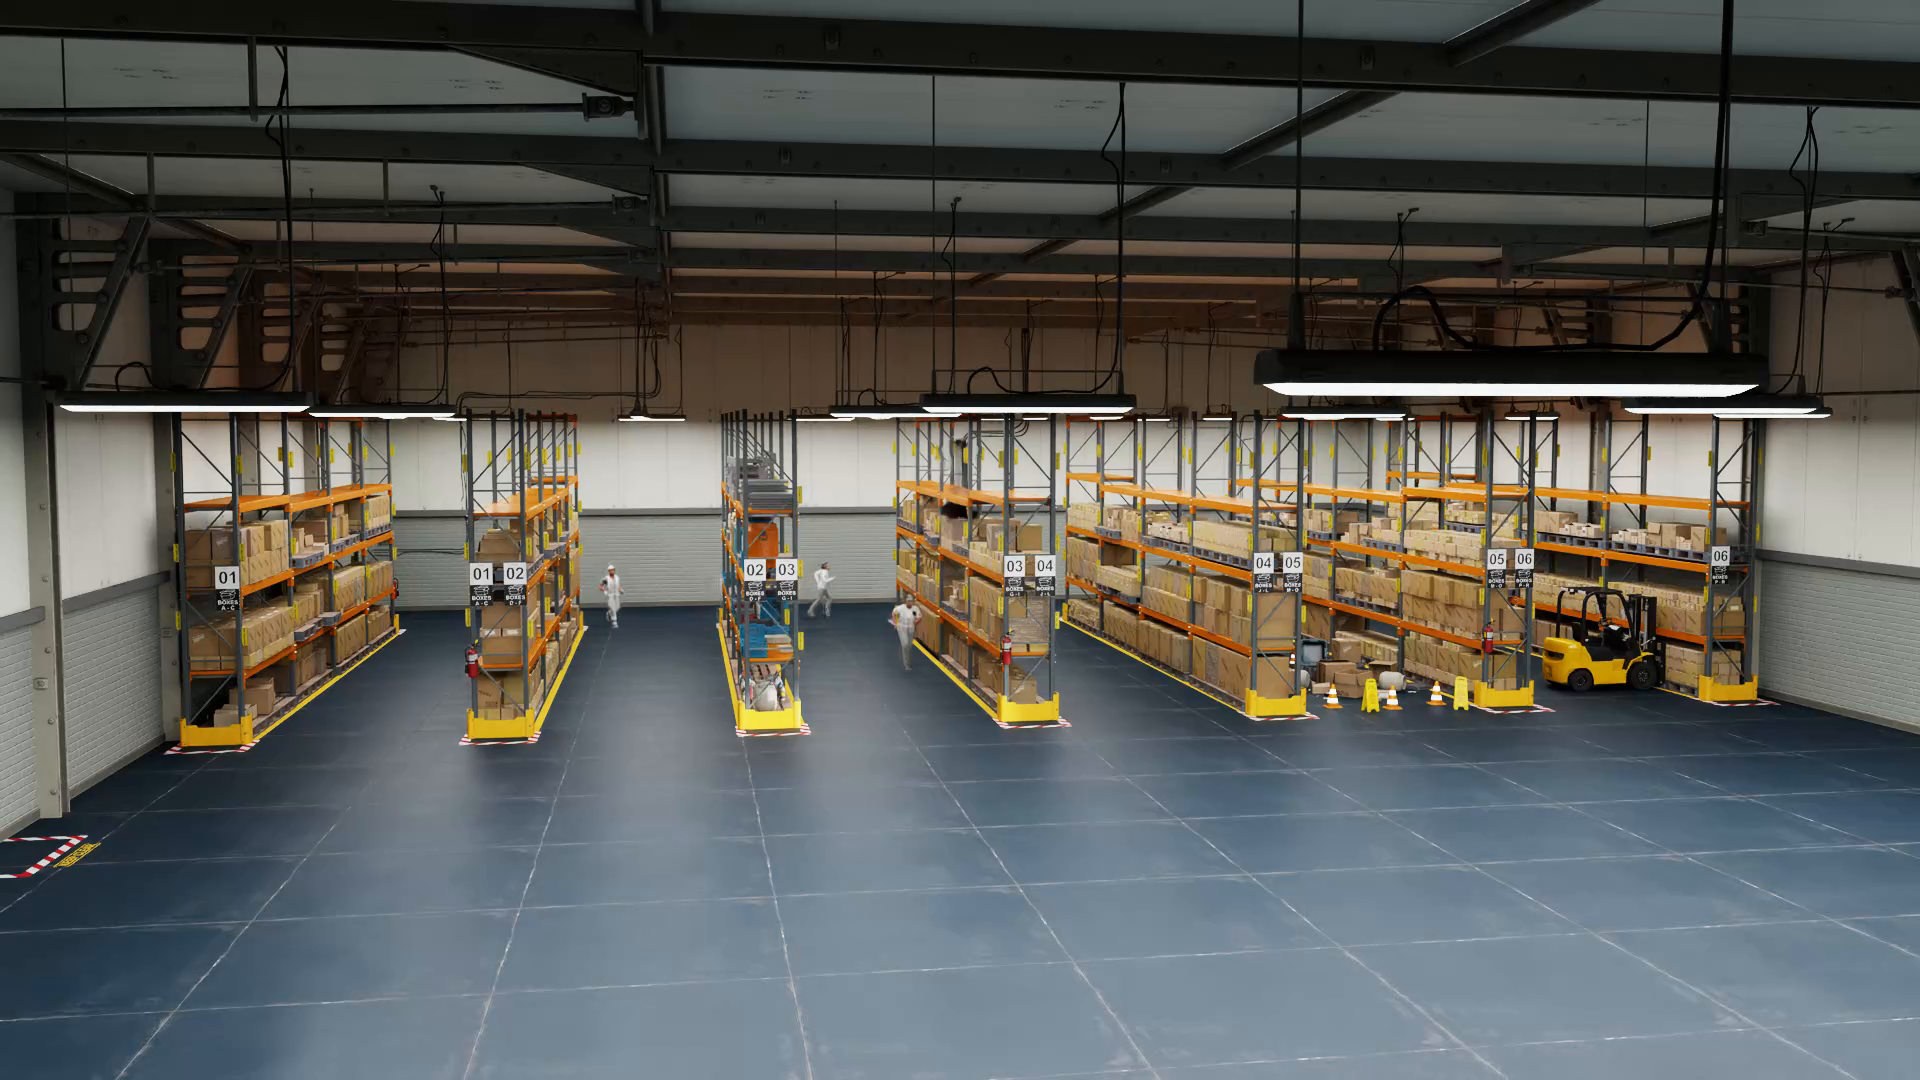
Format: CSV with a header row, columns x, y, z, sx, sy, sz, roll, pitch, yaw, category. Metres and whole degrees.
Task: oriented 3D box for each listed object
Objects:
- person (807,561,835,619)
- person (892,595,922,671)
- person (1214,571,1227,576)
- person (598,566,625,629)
x,y,z,sx,sy,sz,roll,pitch,yaw,category
-4.092,1.485,48.950,0.830,1.747,0.595,0,4,0,person
-1.244,2.147,38.980,0.673,1.785,0.917,-1,4,-15,person
7.967,1.384,50.608,0.797,1.659,0.683,0,4,-2,person
-9.813,1.598,46.736,0.655,1.762,0.771,-4,5,-42,person
